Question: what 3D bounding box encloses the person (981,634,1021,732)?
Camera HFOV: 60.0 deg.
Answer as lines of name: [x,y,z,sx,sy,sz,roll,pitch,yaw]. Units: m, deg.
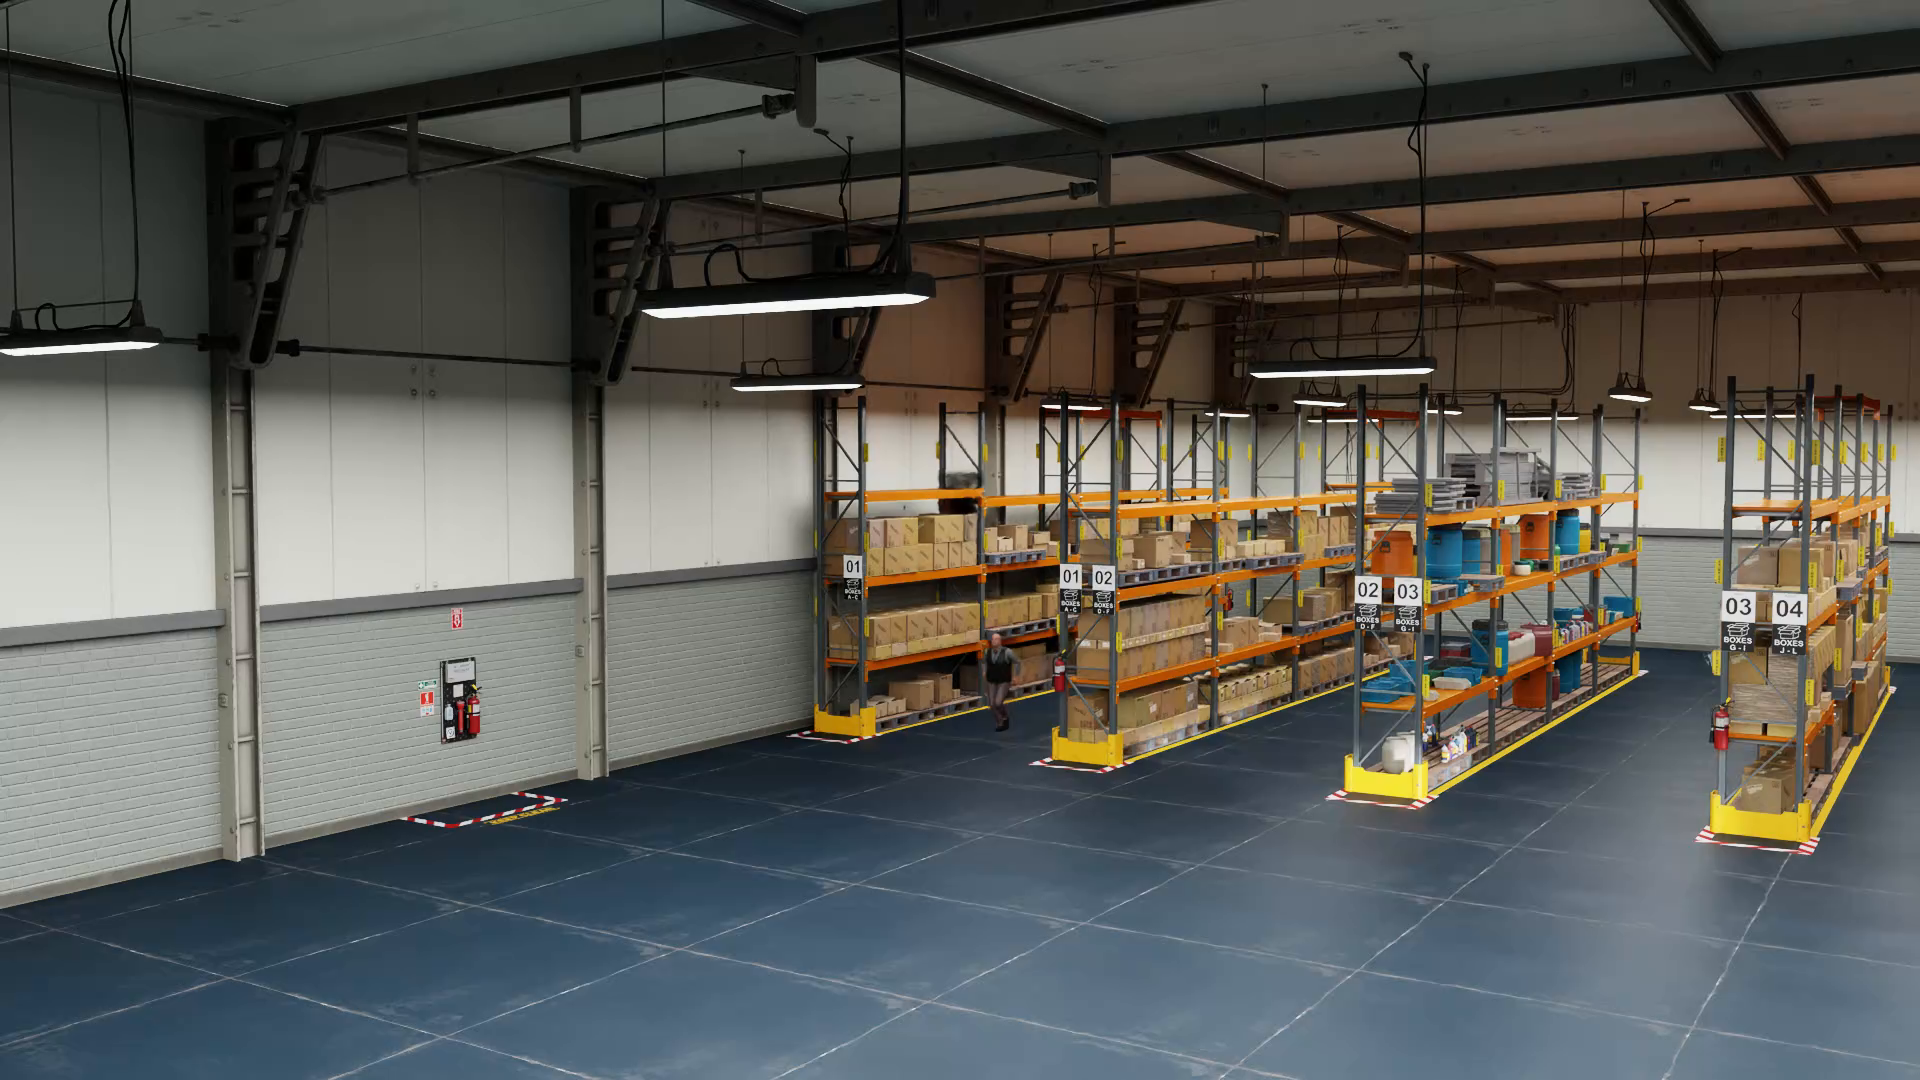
person: [0.638,2.416,28.078,0.665,1.675,0.615,1,3,26]
